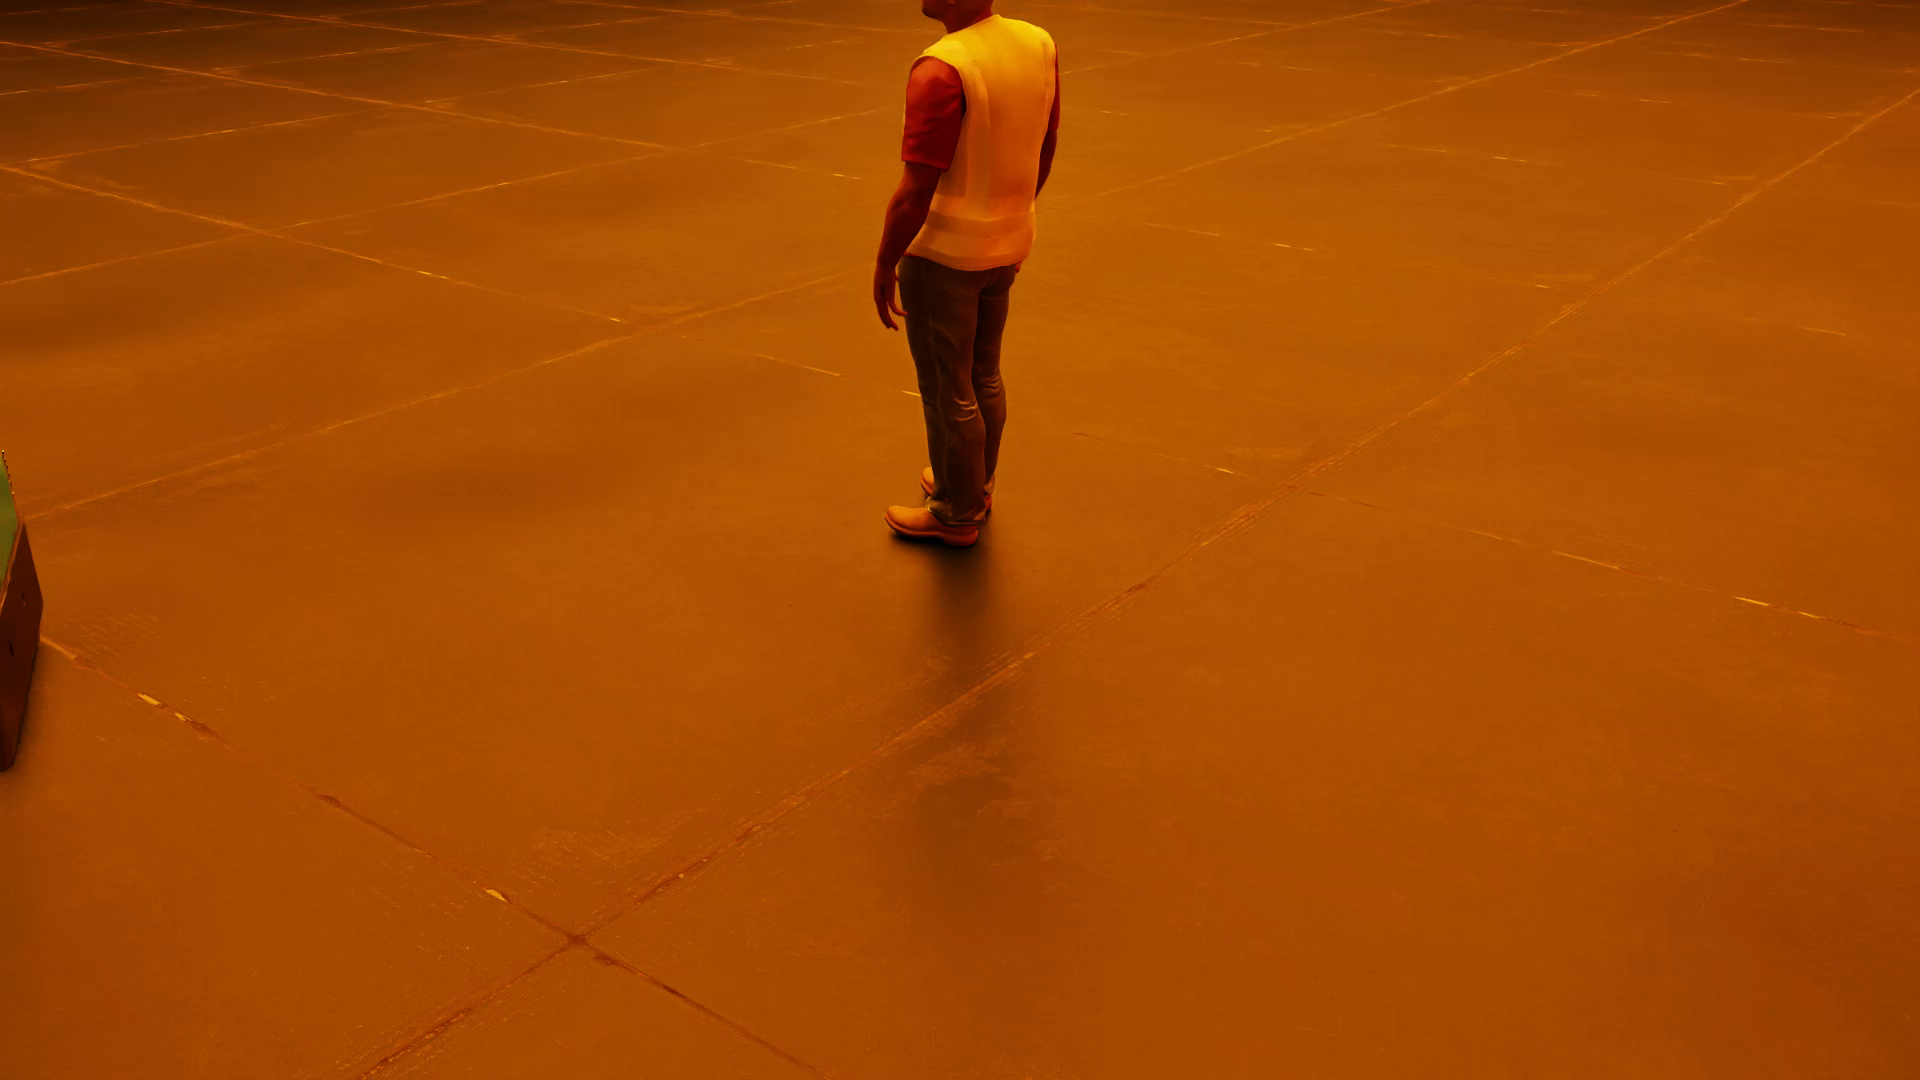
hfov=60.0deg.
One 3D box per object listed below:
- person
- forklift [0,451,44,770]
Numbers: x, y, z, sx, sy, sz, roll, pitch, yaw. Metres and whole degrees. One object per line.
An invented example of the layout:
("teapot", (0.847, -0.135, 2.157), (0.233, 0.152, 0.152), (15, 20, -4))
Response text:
("person", (-0.053, -0.835, 4.703), (0.575, 1.768, 0.666), (17, 29, 34))
("forklift", (-3.676, -0.717, 2.983), (3.031, 2.935, 1.130), (-9, 25, -21))
